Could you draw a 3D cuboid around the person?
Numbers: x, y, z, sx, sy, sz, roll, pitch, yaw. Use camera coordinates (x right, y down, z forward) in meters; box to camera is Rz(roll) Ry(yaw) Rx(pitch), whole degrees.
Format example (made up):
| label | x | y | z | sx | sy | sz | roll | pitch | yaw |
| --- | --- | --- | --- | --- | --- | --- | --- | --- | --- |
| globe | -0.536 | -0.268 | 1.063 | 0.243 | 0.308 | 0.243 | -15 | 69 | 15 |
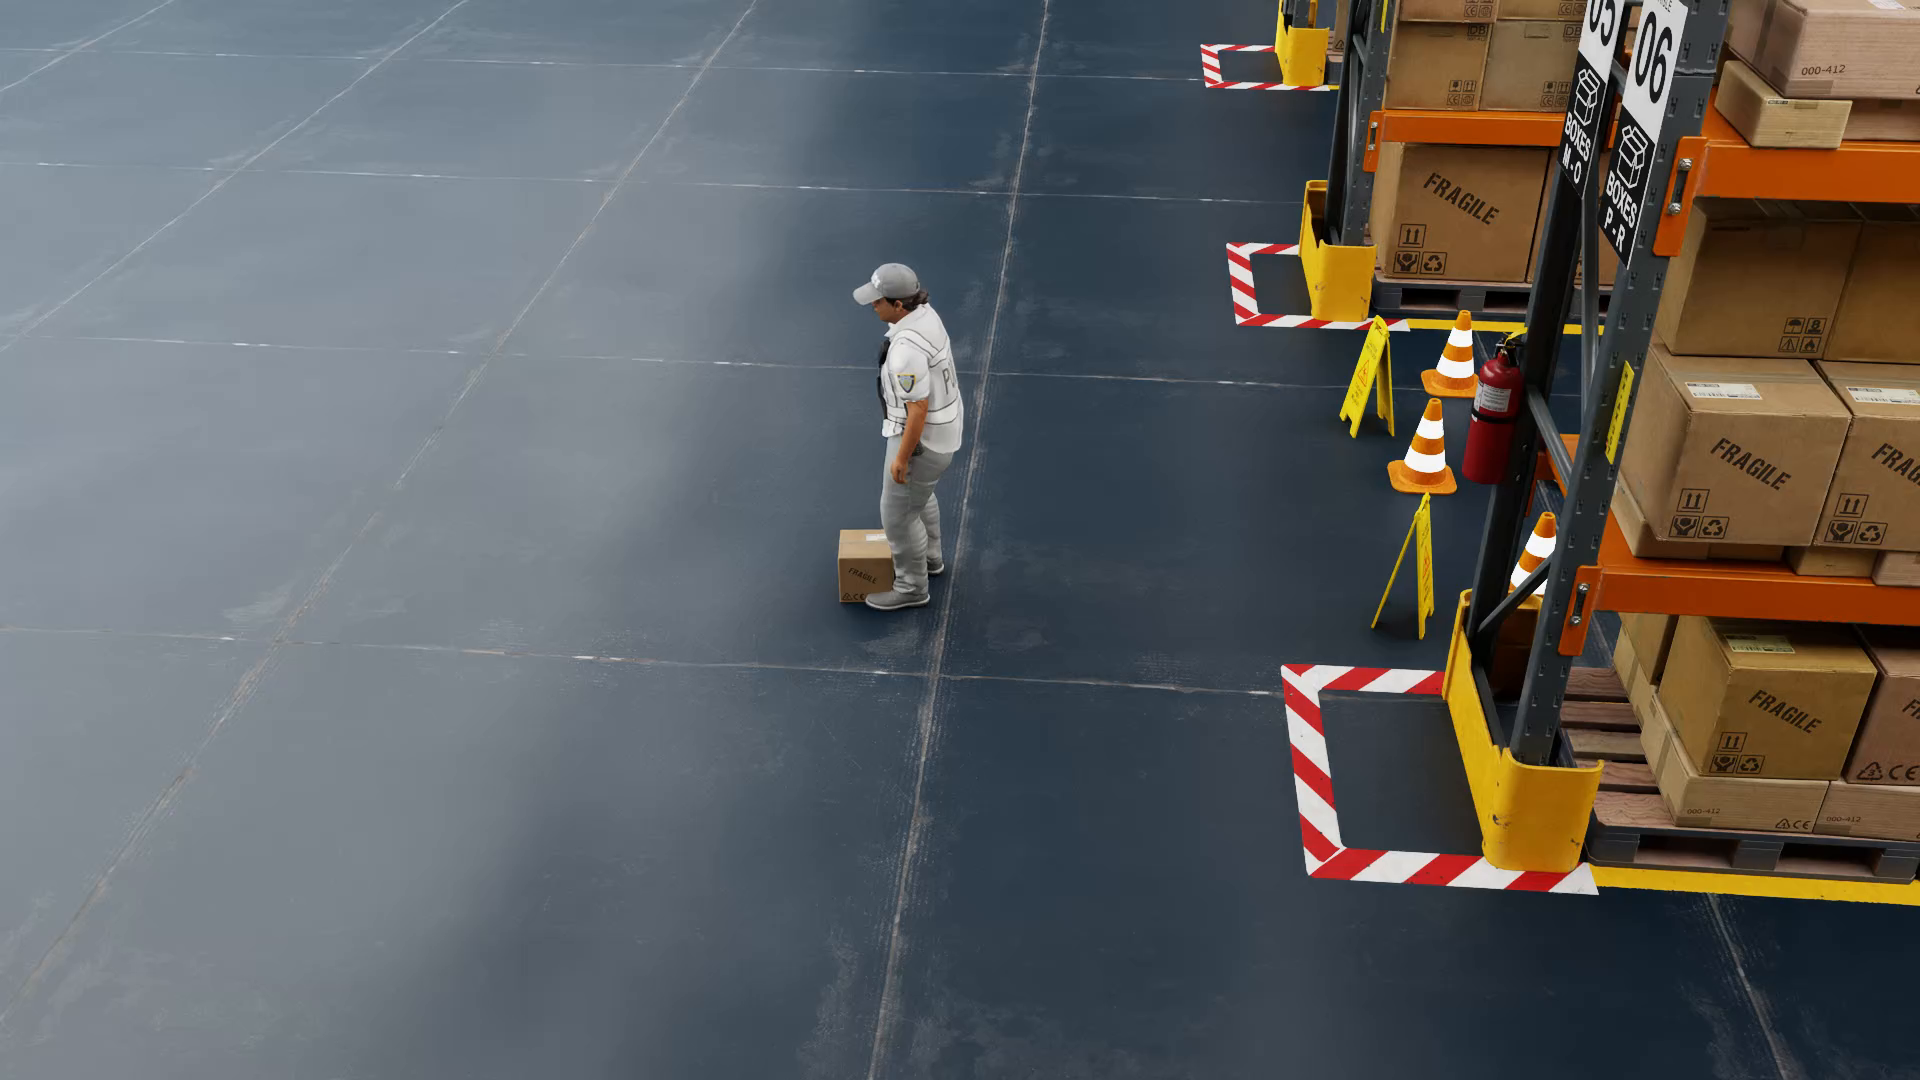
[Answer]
| label | x | y | z | sx | sy | sz | roll | pitch | yaw |
| --- | --- | --- | --- | --- | --- | --- | --- | --- | --- |
| person | -0.220 | -0.468 | 7.479 | 0.466 | 1.666 | 0.538 | 3 | 32 | 4 |
